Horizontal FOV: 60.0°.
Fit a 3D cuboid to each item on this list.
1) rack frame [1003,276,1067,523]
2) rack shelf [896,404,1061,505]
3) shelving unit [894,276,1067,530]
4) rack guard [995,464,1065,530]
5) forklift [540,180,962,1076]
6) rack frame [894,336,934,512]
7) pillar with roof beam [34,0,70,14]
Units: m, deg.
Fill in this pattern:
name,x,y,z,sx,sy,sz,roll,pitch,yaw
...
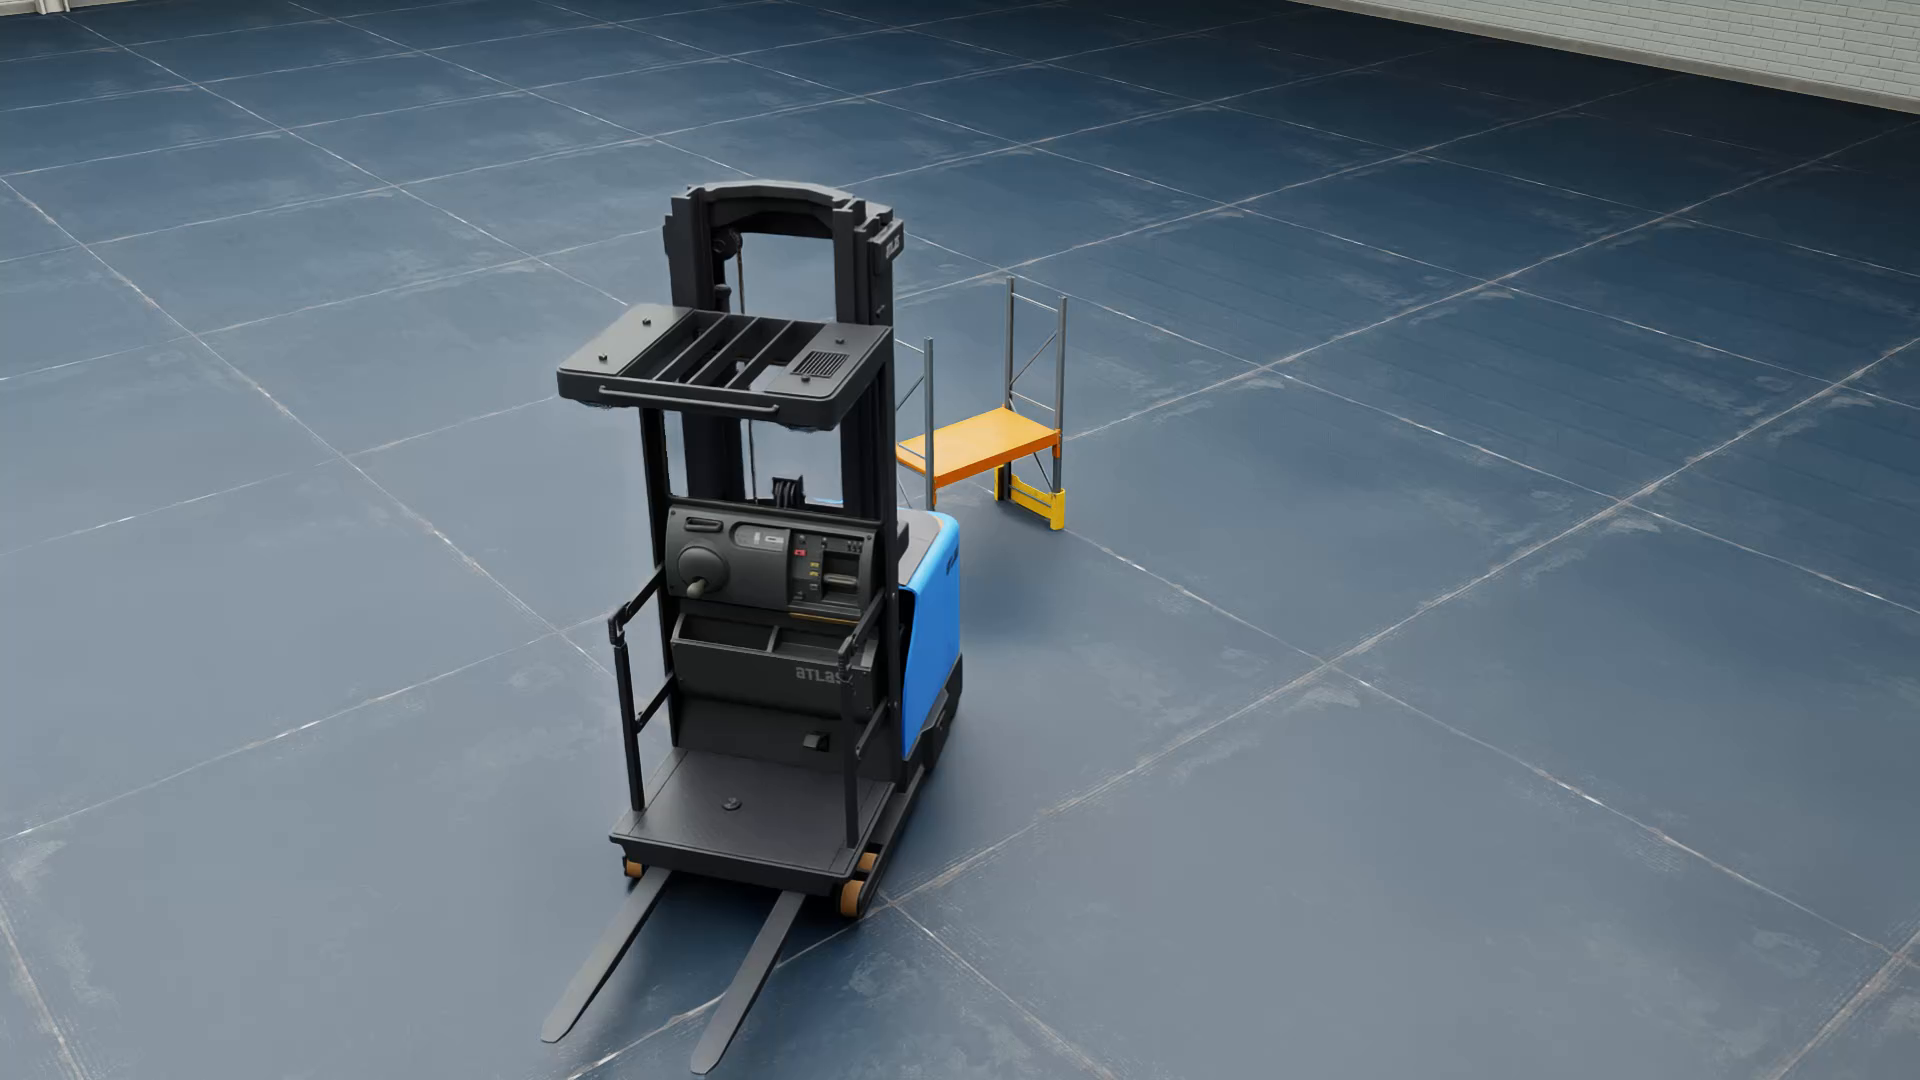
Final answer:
name,x,y,z,sx,sy,sz,roll,pitch,yaw
rack frame,0.452,-0.843,10.236,0.032,1.500,0.500,-22,35,-35
rack shelf,0.065,-0.529,10.030,1.000,0.185,0.538,-22,35,-35
shelving unit,0.058,-0.685,9.940,1.083,1.500,0.587,-22,35,-35
rack guard,0.437,-0.286,10.520,0.087,0.250,0.587,-22,35,-35
forklift,-0.864,0.138,6.883,1.130,2.935,3.031,7,29,13
rack frame,-0.322,-0.532,9.654,0.032,1.500,0.500,-22,35,-35
pillar with roof beam,-11.003,-10.473,20.300,0.400,9.000,9.100,-22,35,-35
